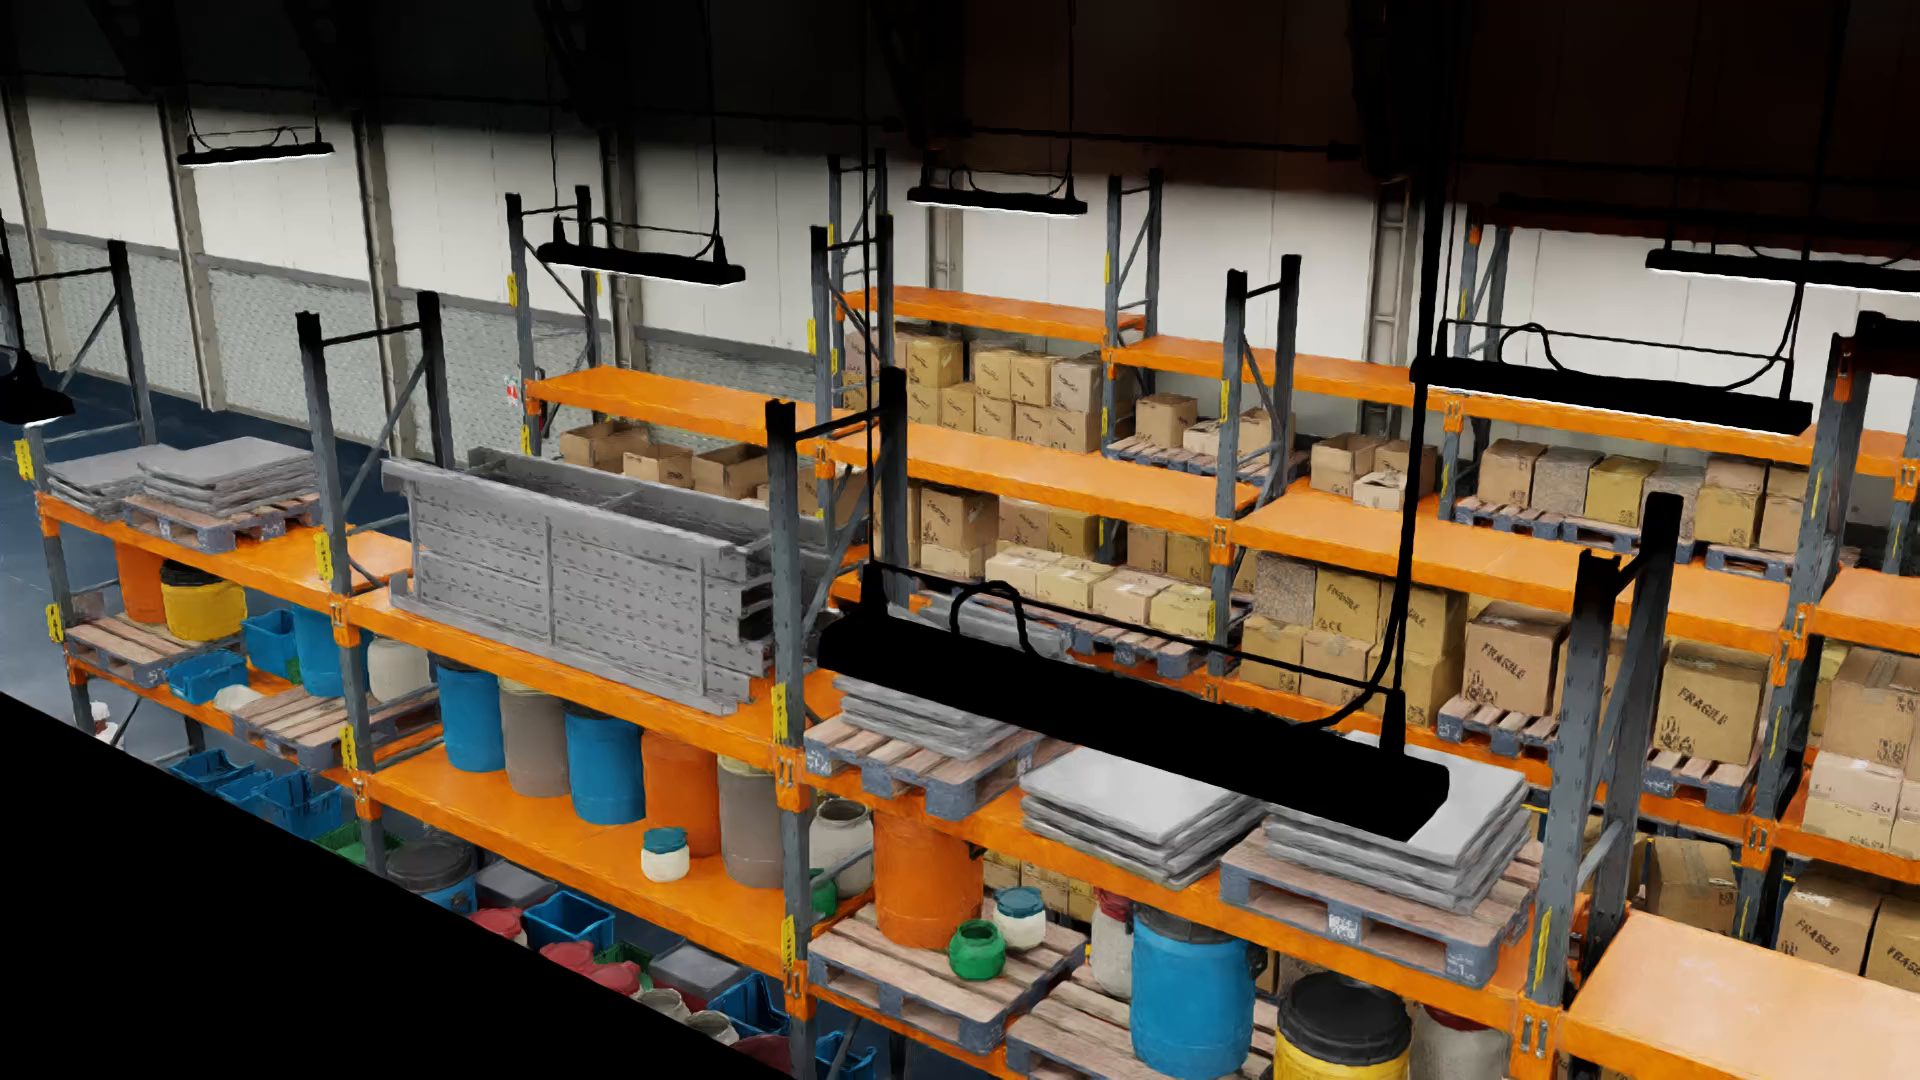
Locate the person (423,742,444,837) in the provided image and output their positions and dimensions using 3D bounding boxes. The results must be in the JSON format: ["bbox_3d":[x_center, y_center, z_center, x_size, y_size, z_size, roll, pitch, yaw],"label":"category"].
[{"bbox_3d":[-4.890,2.193,16.011,0.769,1.609,0.615,5,19,15],"label":"person"}]

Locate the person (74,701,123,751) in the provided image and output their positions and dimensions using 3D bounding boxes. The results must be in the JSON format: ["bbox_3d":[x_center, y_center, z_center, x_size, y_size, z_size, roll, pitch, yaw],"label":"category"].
[{"bbox_3d":[-7.872,2.321,15.370,0.534,1.758,0.731,-5,19,-16],"label":"person"}]
